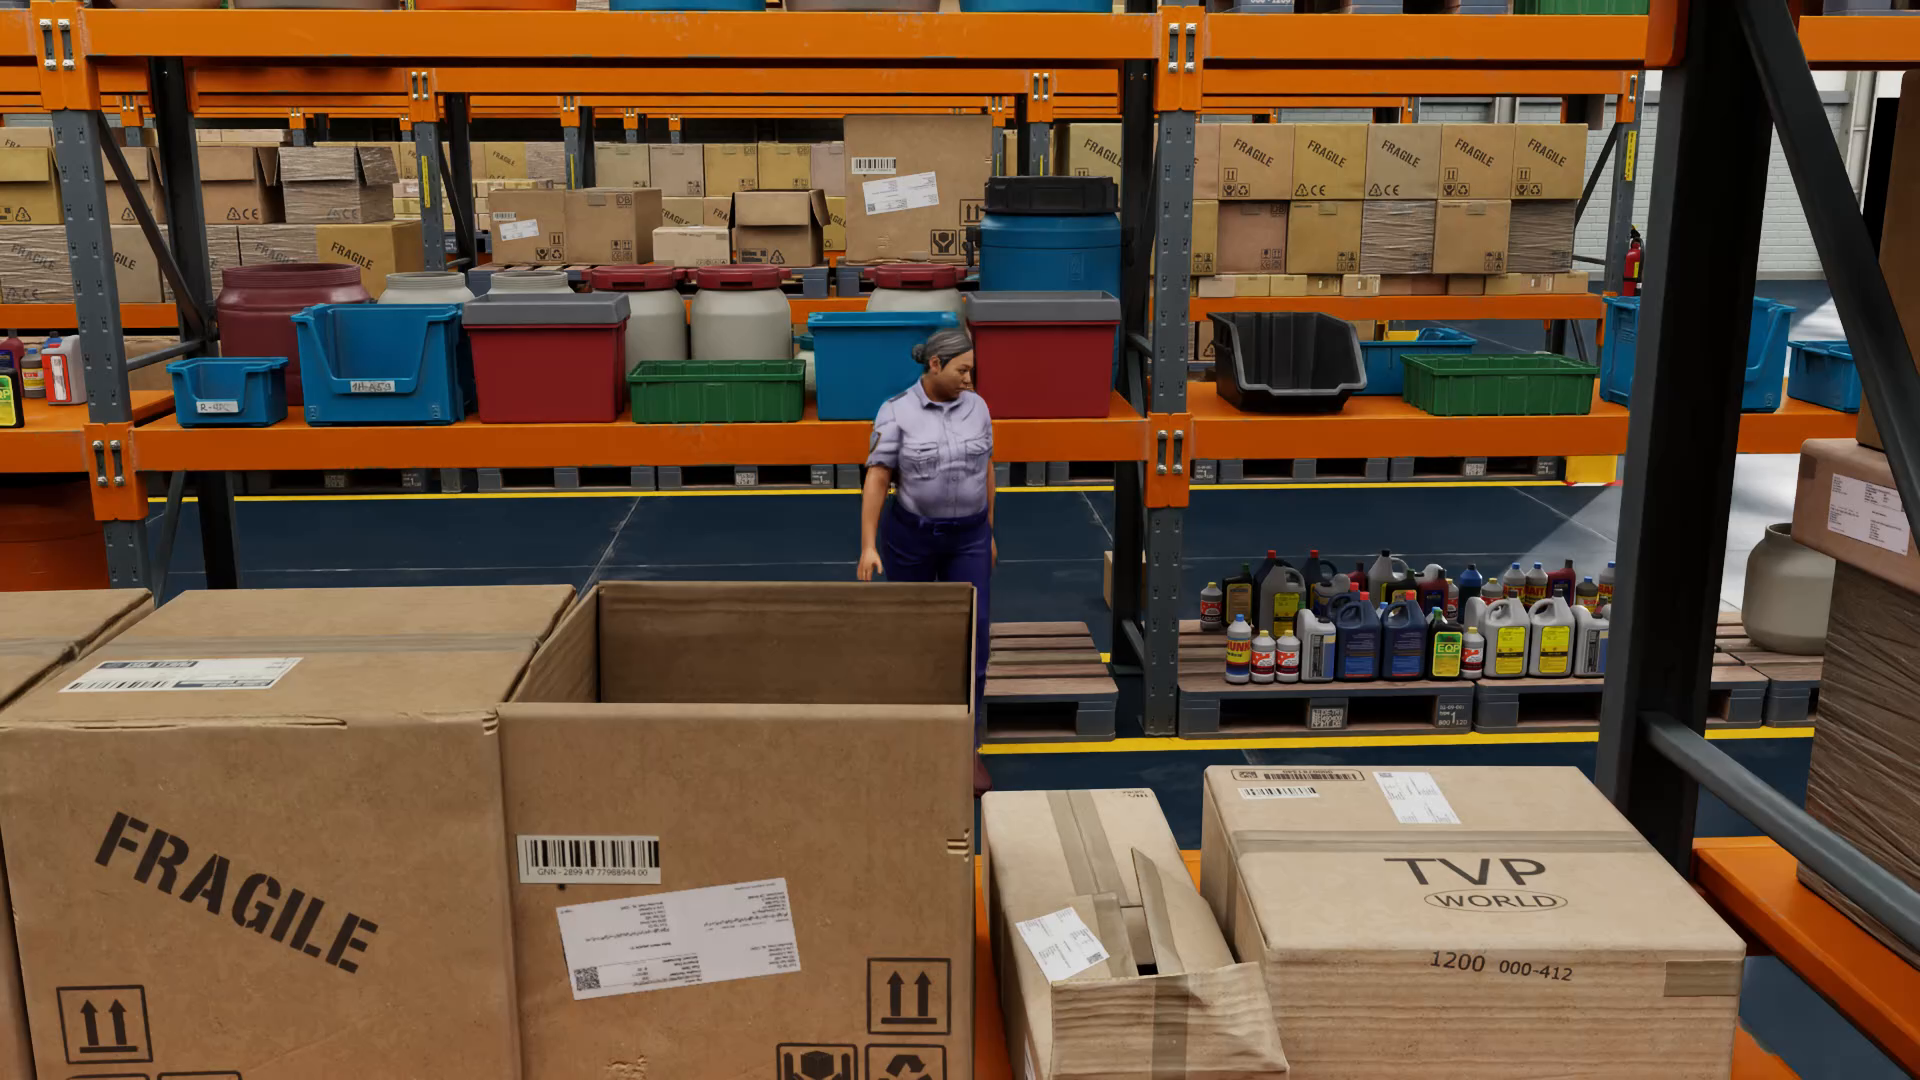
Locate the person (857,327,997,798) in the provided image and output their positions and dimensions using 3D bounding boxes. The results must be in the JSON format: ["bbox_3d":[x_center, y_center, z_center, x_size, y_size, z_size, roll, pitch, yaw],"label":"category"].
[{"bbox_3d":[-0.113,0.060,6.129,0.580,1.652,0.699,-3,14,-12],"label":"person"}]
